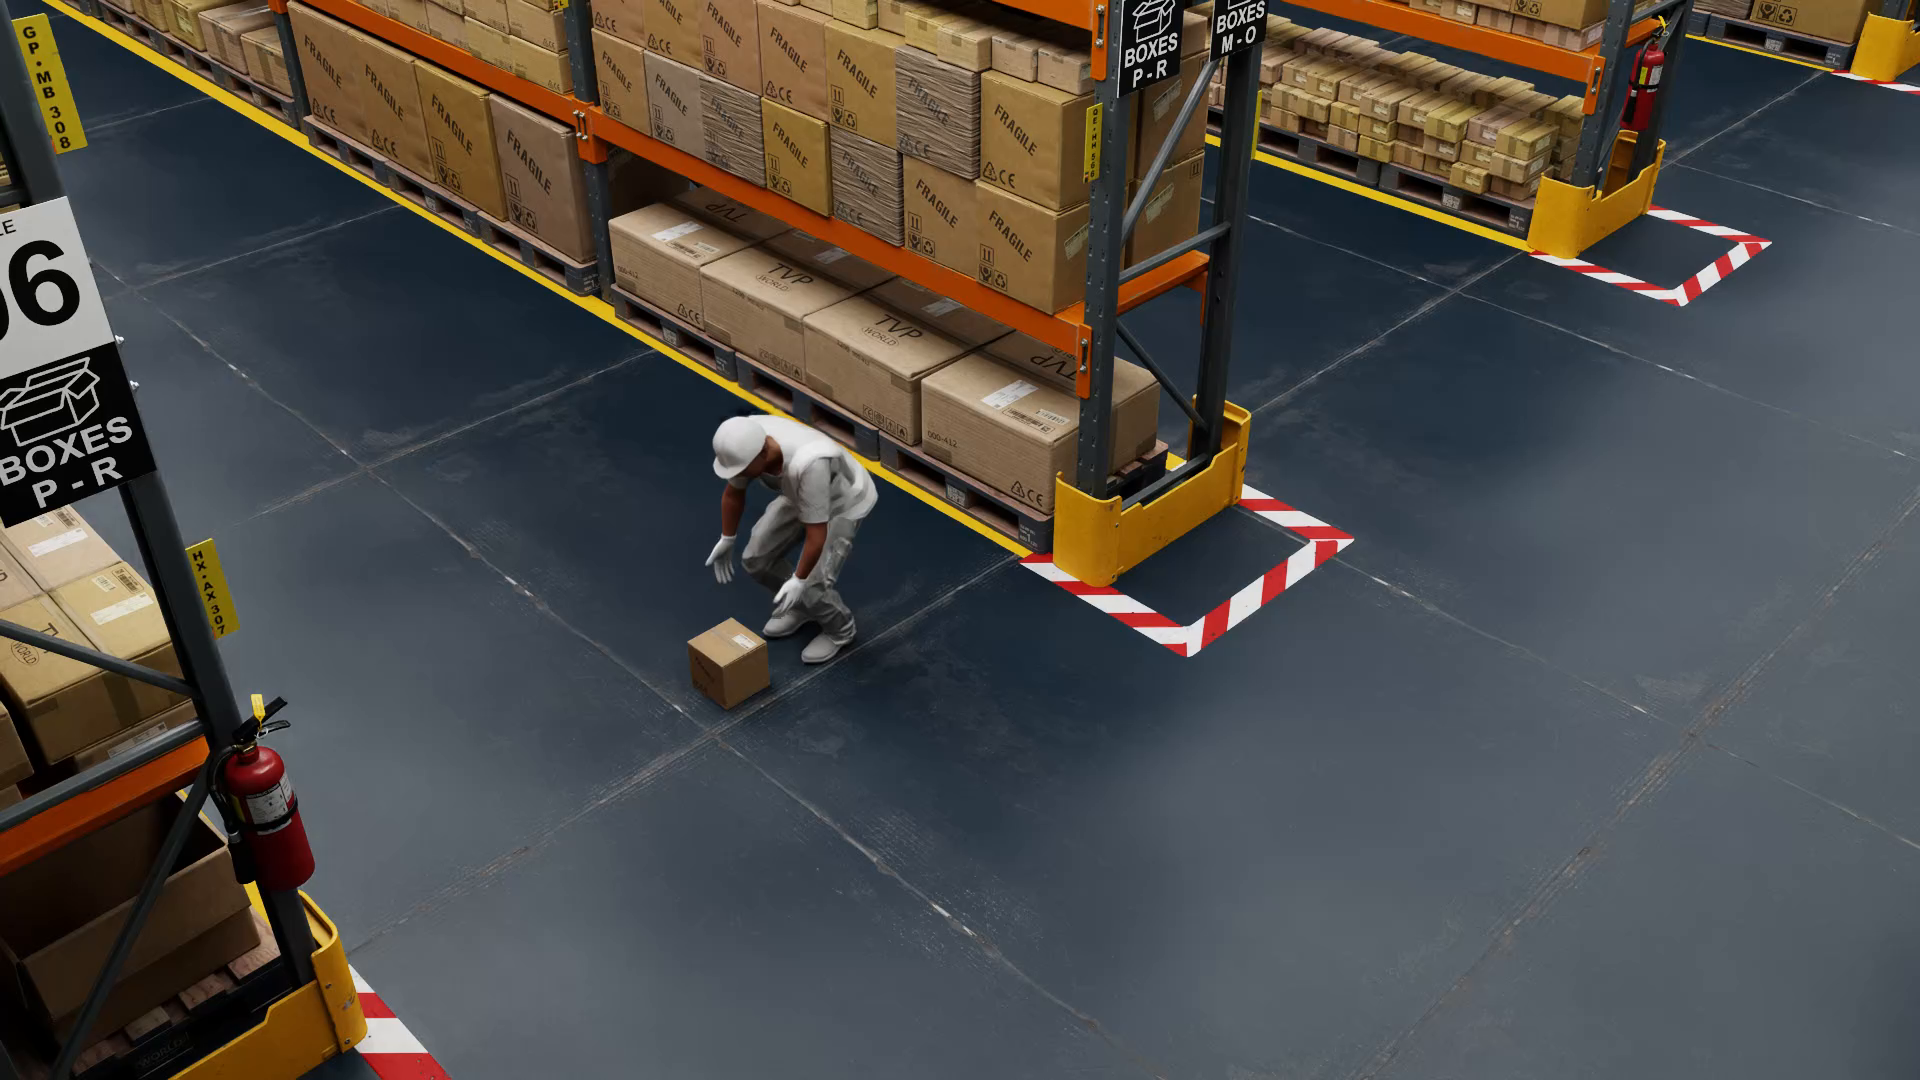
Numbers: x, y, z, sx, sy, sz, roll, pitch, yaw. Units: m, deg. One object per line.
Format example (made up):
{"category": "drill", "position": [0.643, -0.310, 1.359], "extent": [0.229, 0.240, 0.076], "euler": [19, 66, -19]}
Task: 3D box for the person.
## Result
{"category": "person", "position": [-0.709, -0.056, 7.308], "extent": [0.612, 1.349, 0.803], "euler": [30, 45, 35]}
